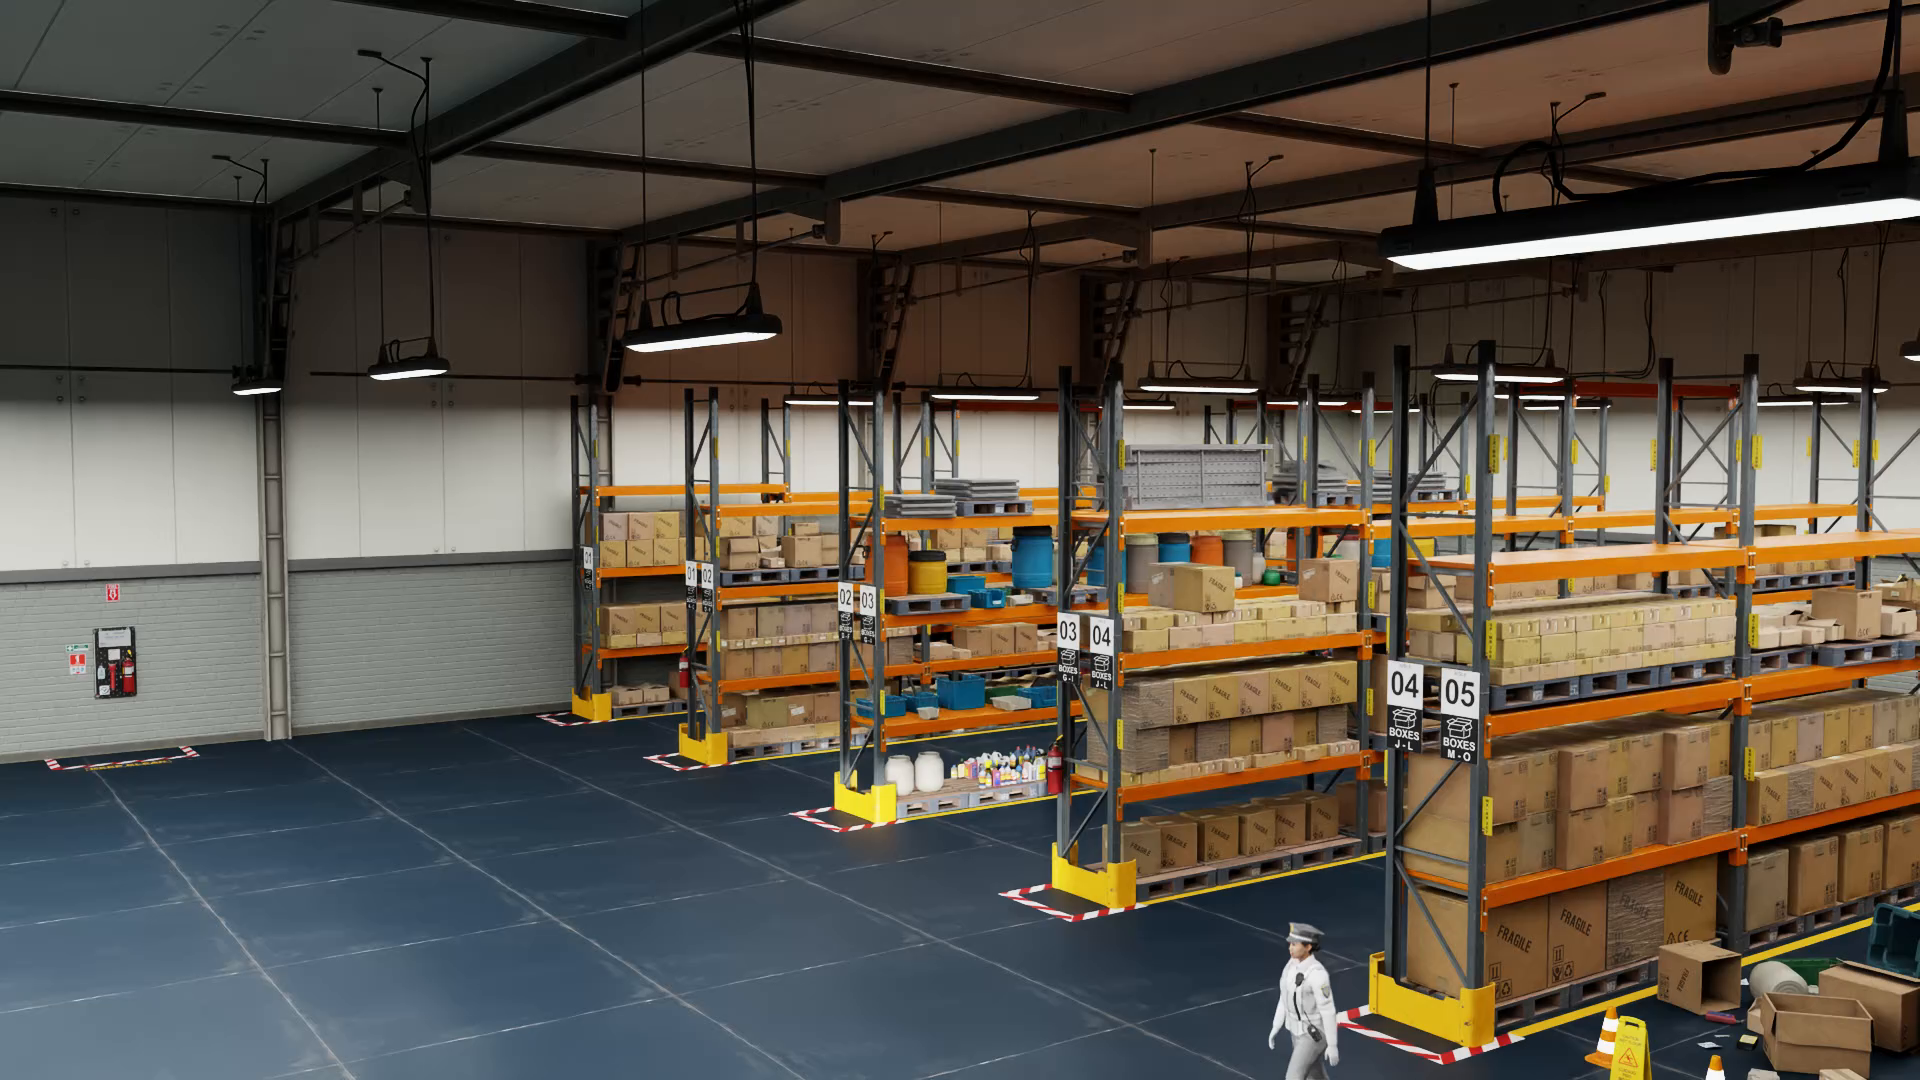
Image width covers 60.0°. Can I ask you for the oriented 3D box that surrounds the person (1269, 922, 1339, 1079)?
[{"bbox_3d":[2.456,3.595,12.069,0.867,1.651,0.518,-1,4,-12],"label":"person"}]

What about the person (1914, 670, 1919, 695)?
[{"bbox_3d":[15.247,2.785,26.283,0.972,1.535,0.379,-2,4,-36],"label":"person"}]
